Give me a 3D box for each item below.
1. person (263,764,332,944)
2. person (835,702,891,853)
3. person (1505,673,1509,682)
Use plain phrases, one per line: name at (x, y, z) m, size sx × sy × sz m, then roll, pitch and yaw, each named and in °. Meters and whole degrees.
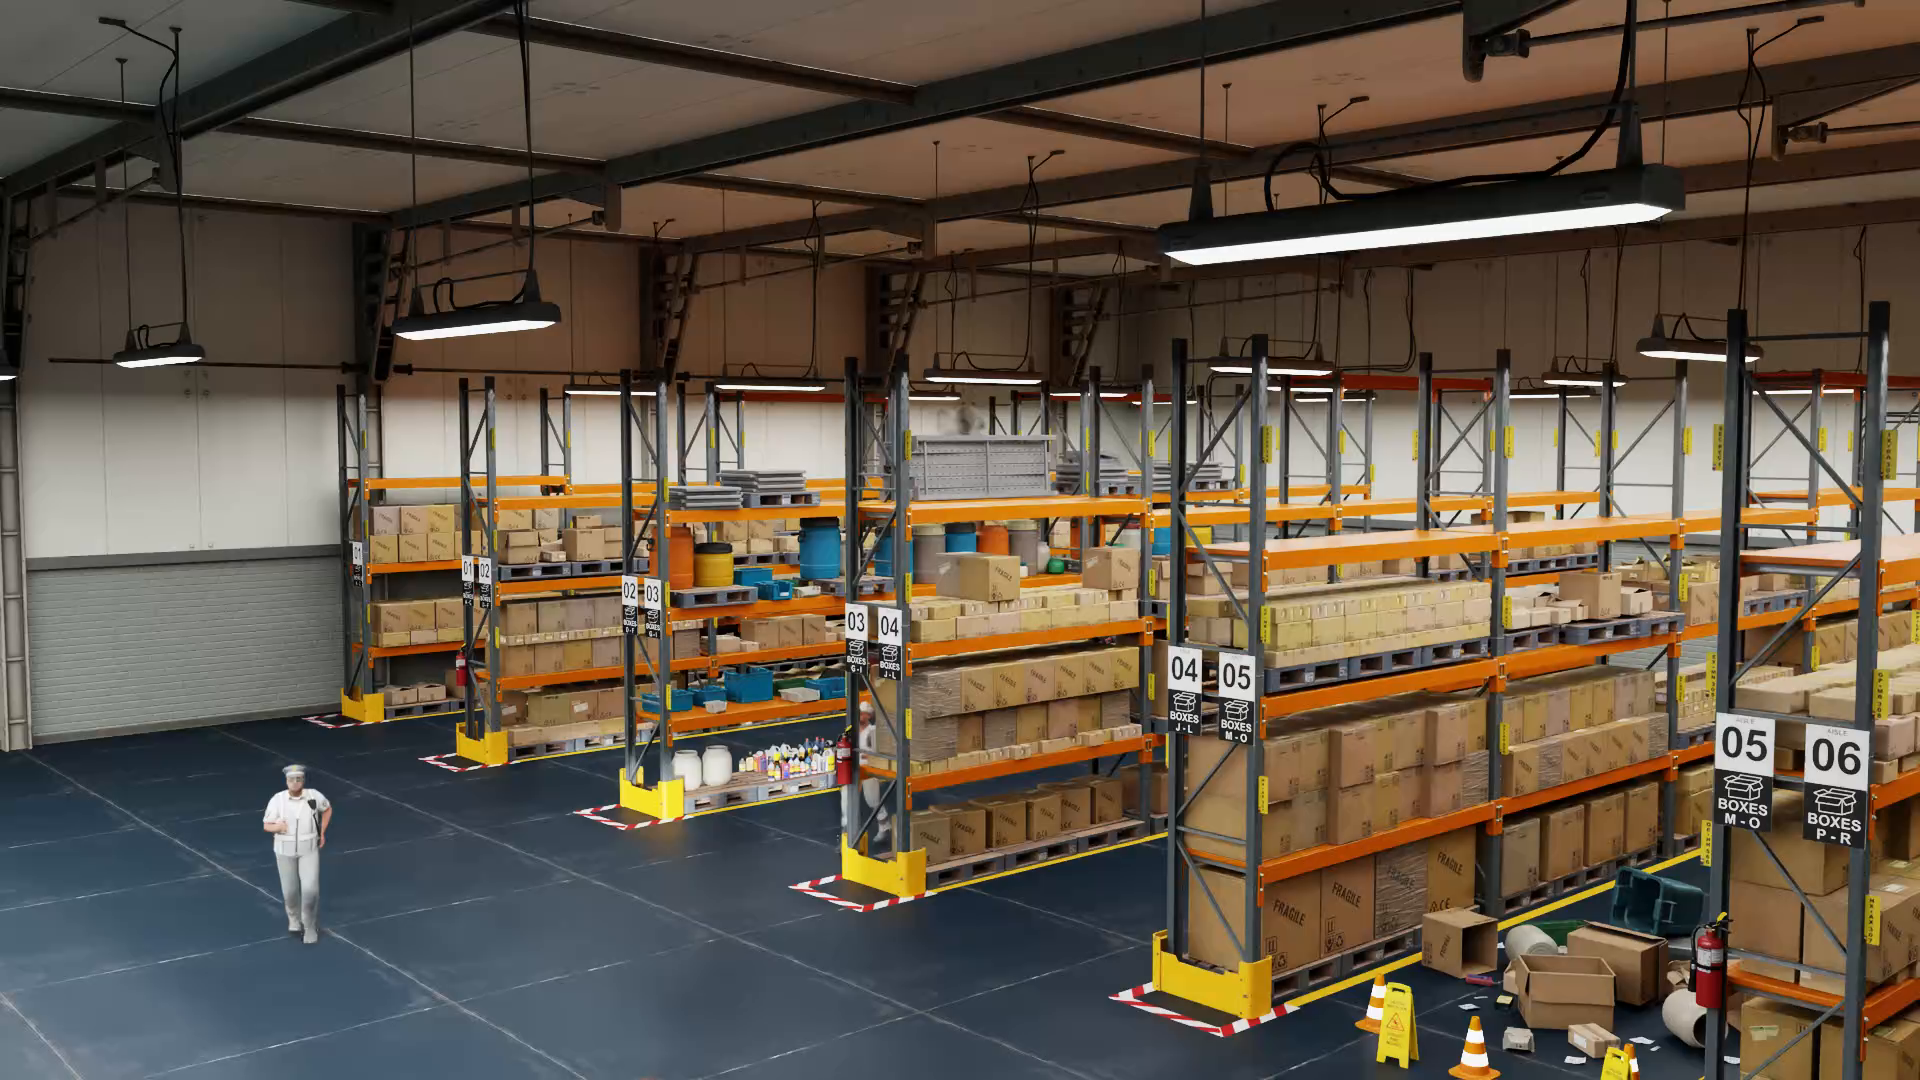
person at (-6.710, 3.182, 16.856) m, size 0.640 × 1.836 × 0.727 m, roll -1°, pitch 4°, yaw -19°
person at (-1.197, 2.899, 20.543) m, size 0.653 × 1.822 × 0.855 m, roll 3°, pitch 5°, yaw 37°
person at (7.953, 2.723, 24.433) m, size 0.924 × 1.632 × 0.608 m, roll -4°, pitch 5°, yaw -43°
